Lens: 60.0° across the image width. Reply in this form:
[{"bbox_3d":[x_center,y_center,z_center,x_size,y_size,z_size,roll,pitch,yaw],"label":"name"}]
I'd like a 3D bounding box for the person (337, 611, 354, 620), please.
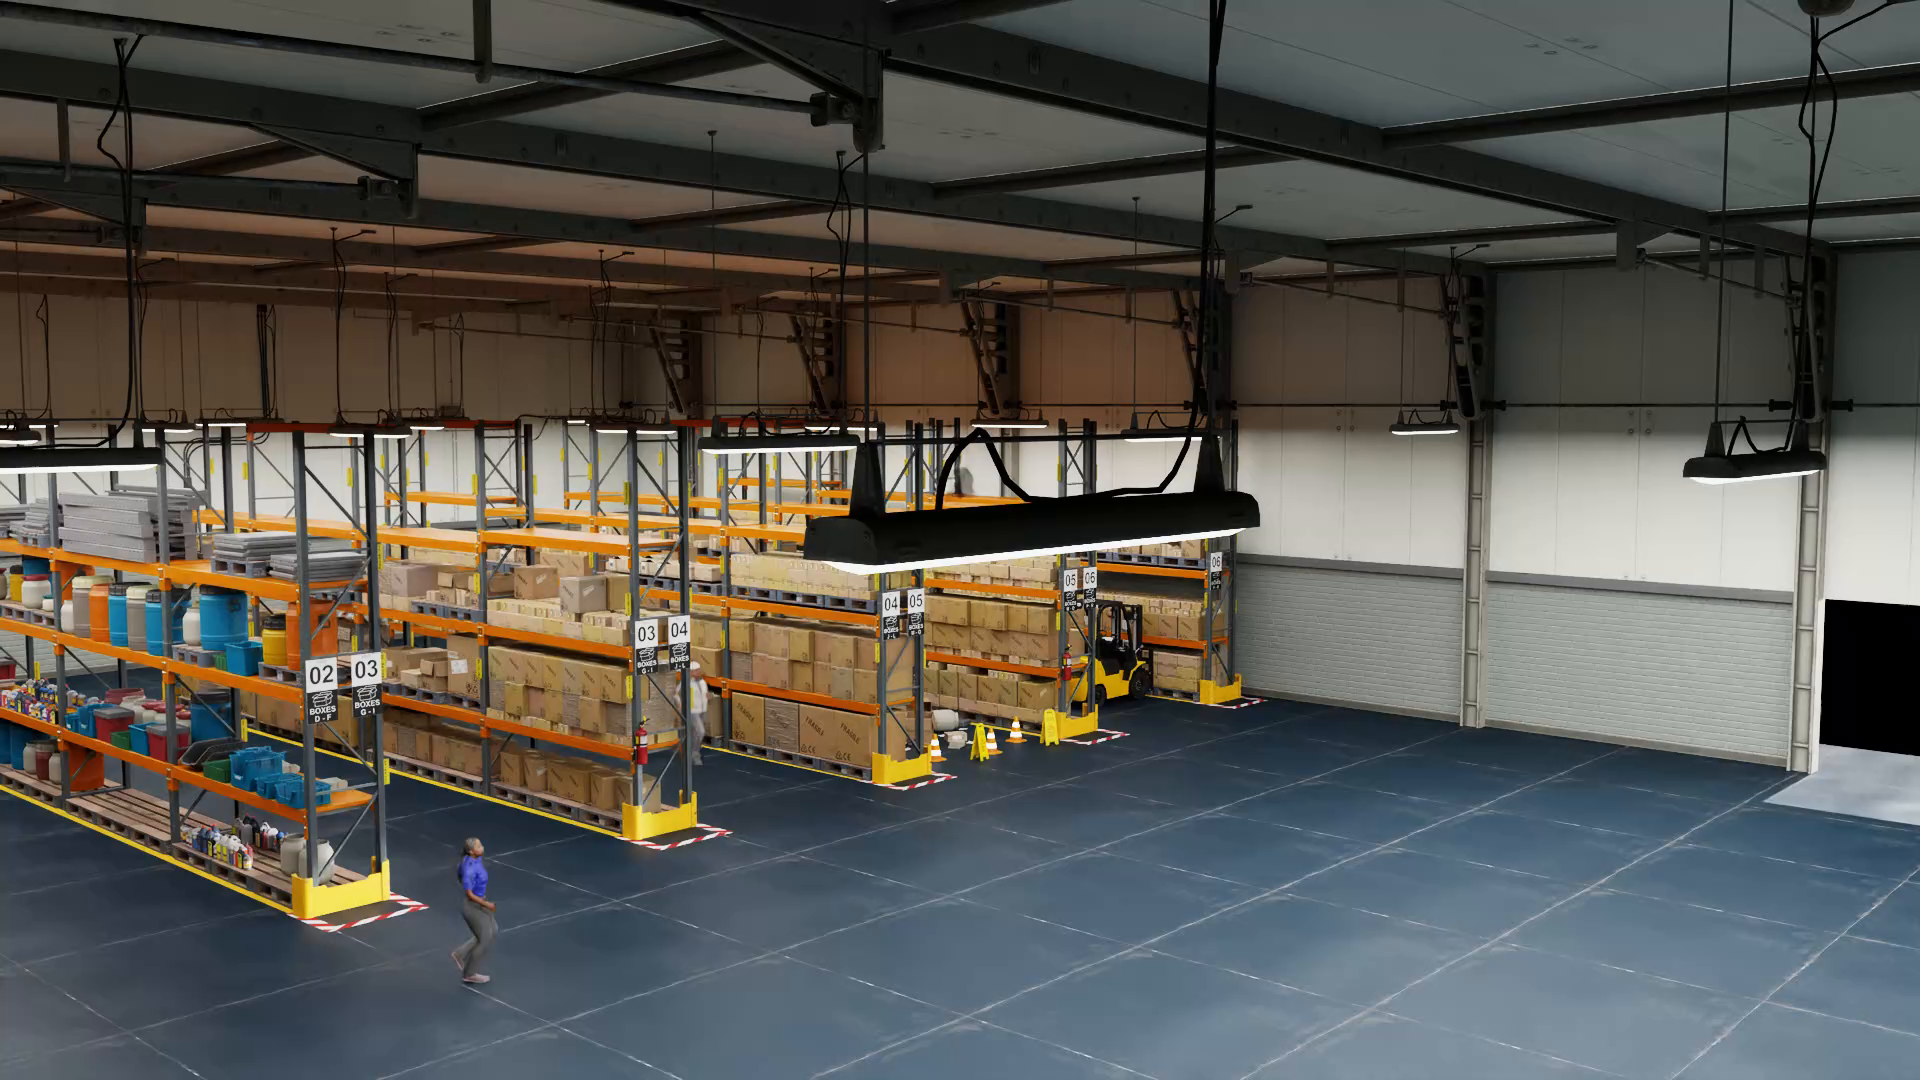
[{"bbox_3d":[-14.335,2.285,38.596,0.801,1.742,0.910,1,5,8],"label":"person"}]

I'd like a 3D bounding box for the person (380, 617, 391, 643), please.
[{"bbox_3d":[-12.661,2.536,36.327,0.718,1.751,0.613,4,6,41],"label":"person"}]

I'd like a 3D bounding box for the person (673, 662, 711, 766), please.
[{"bbox_3d":[-4.667,3.057,29.311,0.752,1.831,0.624,3,6,34],"label":"person"}]

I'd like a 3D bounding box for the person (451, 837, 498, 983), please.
[{"bbox_3d":[-5.325,4.044,18.214,0.513,1.621,0.581,-2,5,-18],"label":"person"}]
